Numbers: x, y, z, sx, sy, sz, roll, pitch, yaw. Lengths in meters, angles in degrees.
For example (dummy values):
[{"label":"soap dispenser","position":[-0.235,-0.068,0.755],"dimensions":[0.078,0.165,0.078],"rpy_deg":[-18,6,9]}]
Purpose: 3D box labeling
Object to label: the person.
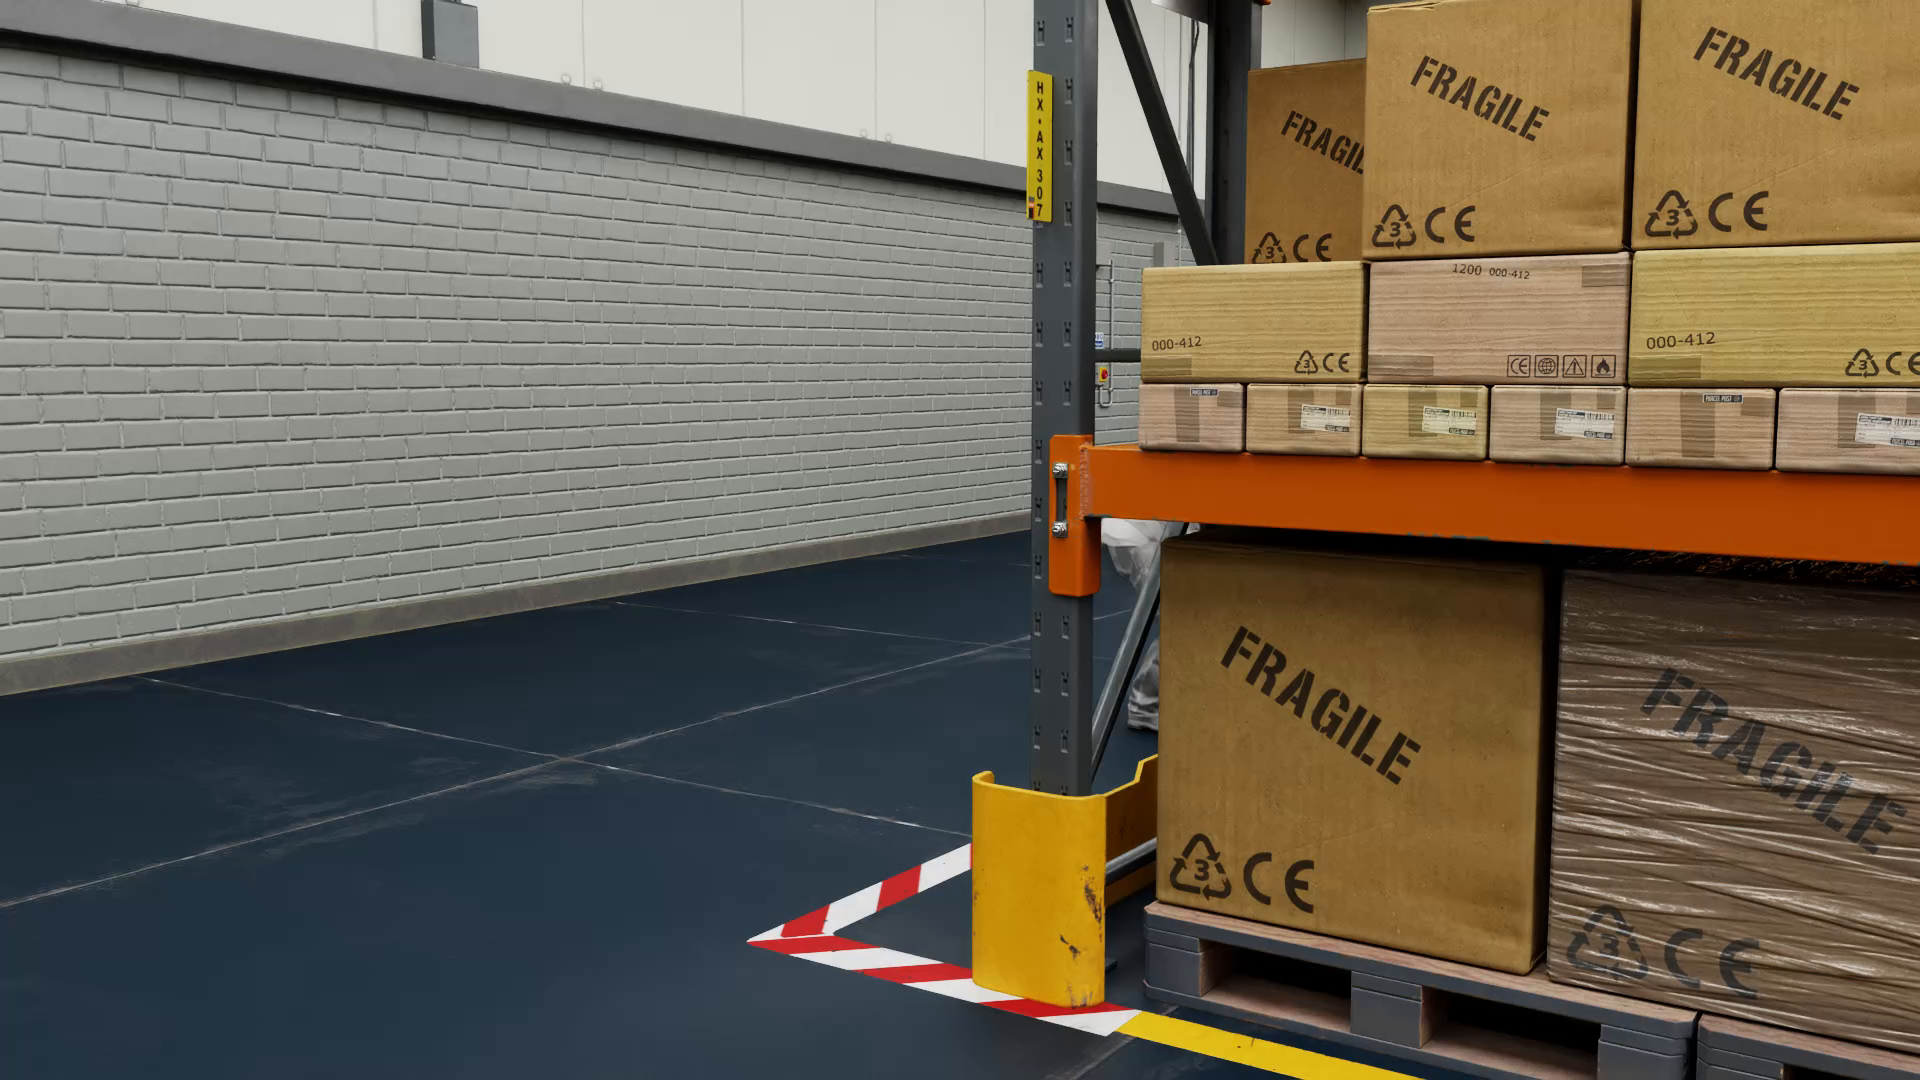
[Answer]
[{"label":"person","position":[1.046,0.234,6.707],"dimensions":[0.978,1.083,0.521],"rpy_deg":[4,7,31]}]
